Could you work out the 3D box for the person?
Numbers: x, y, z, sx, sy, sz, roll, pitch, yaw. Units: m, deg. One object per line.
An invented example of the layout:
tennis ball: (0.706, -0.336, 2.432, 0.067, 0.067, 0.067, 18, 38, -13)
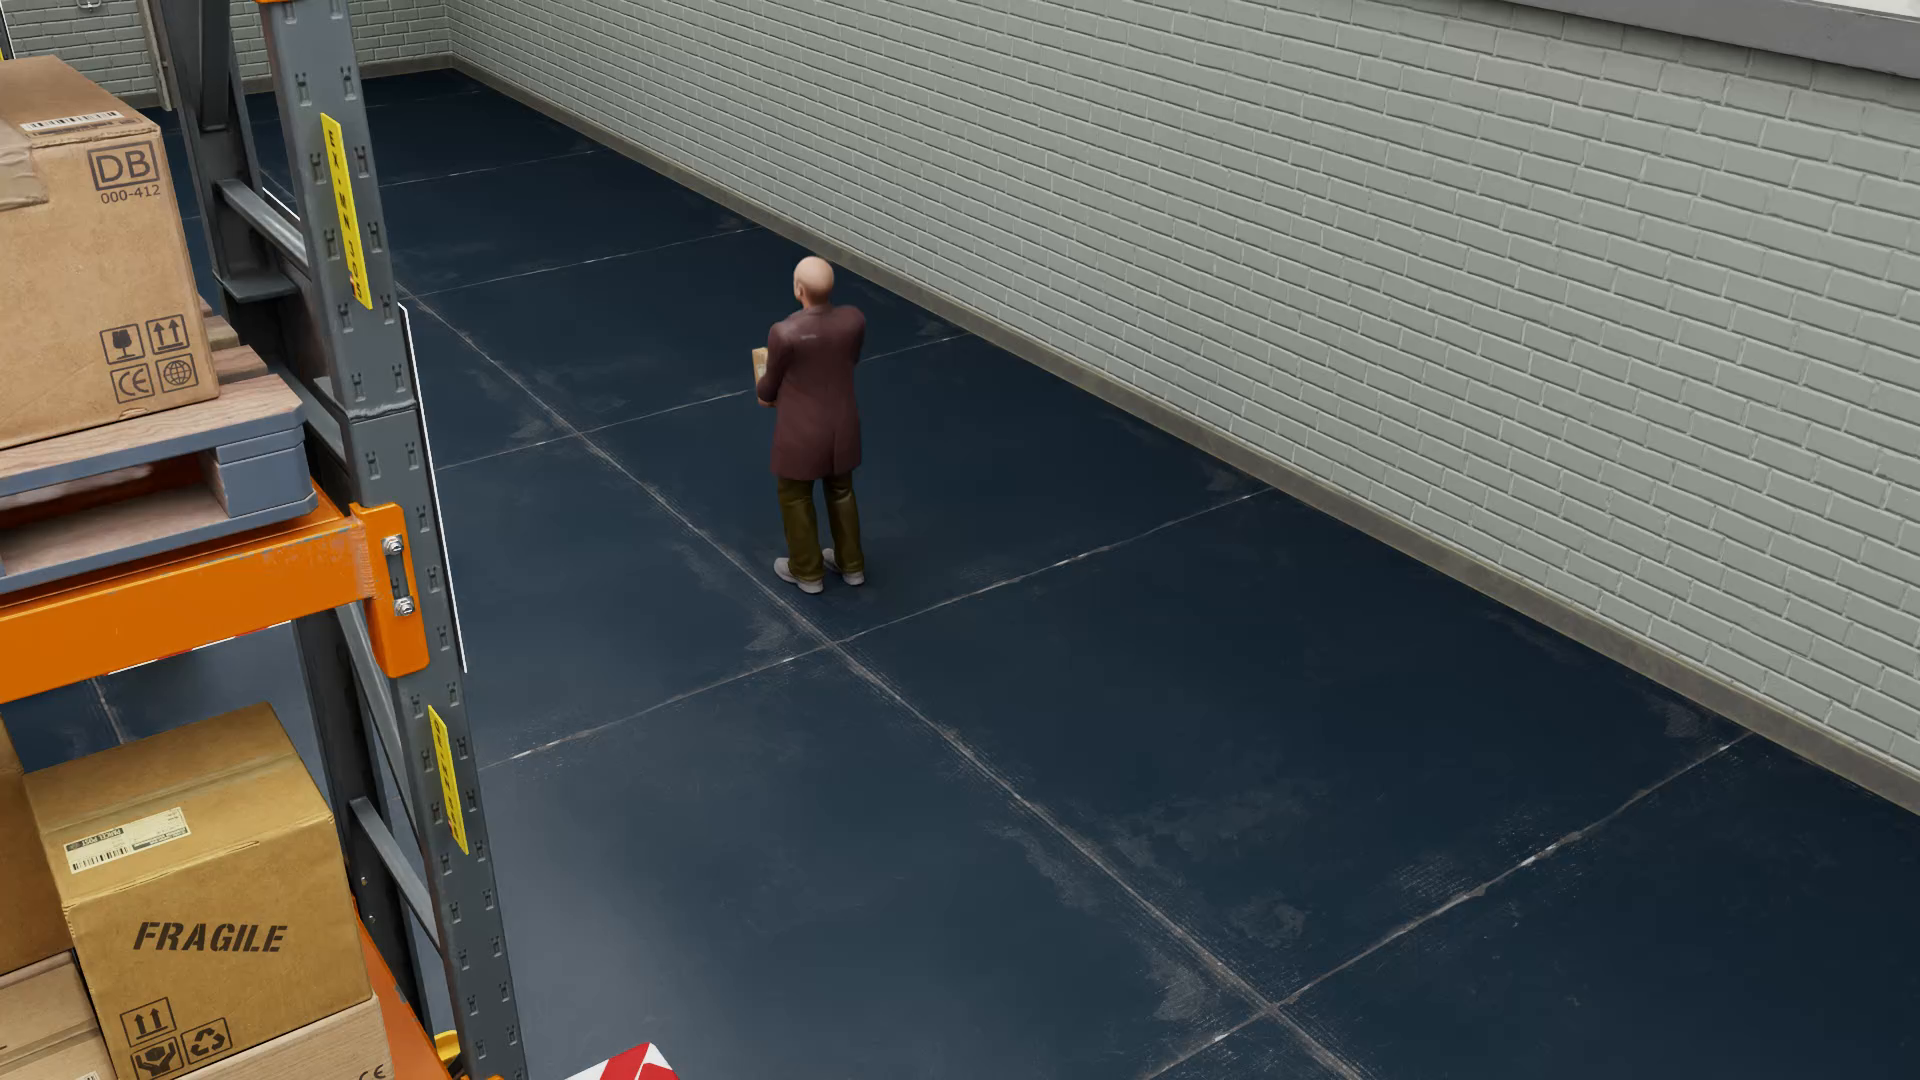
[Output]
person: (-0.727, -0.562, 8.189, 0.646, 1.772, 0.429, -21, 35, -34)
